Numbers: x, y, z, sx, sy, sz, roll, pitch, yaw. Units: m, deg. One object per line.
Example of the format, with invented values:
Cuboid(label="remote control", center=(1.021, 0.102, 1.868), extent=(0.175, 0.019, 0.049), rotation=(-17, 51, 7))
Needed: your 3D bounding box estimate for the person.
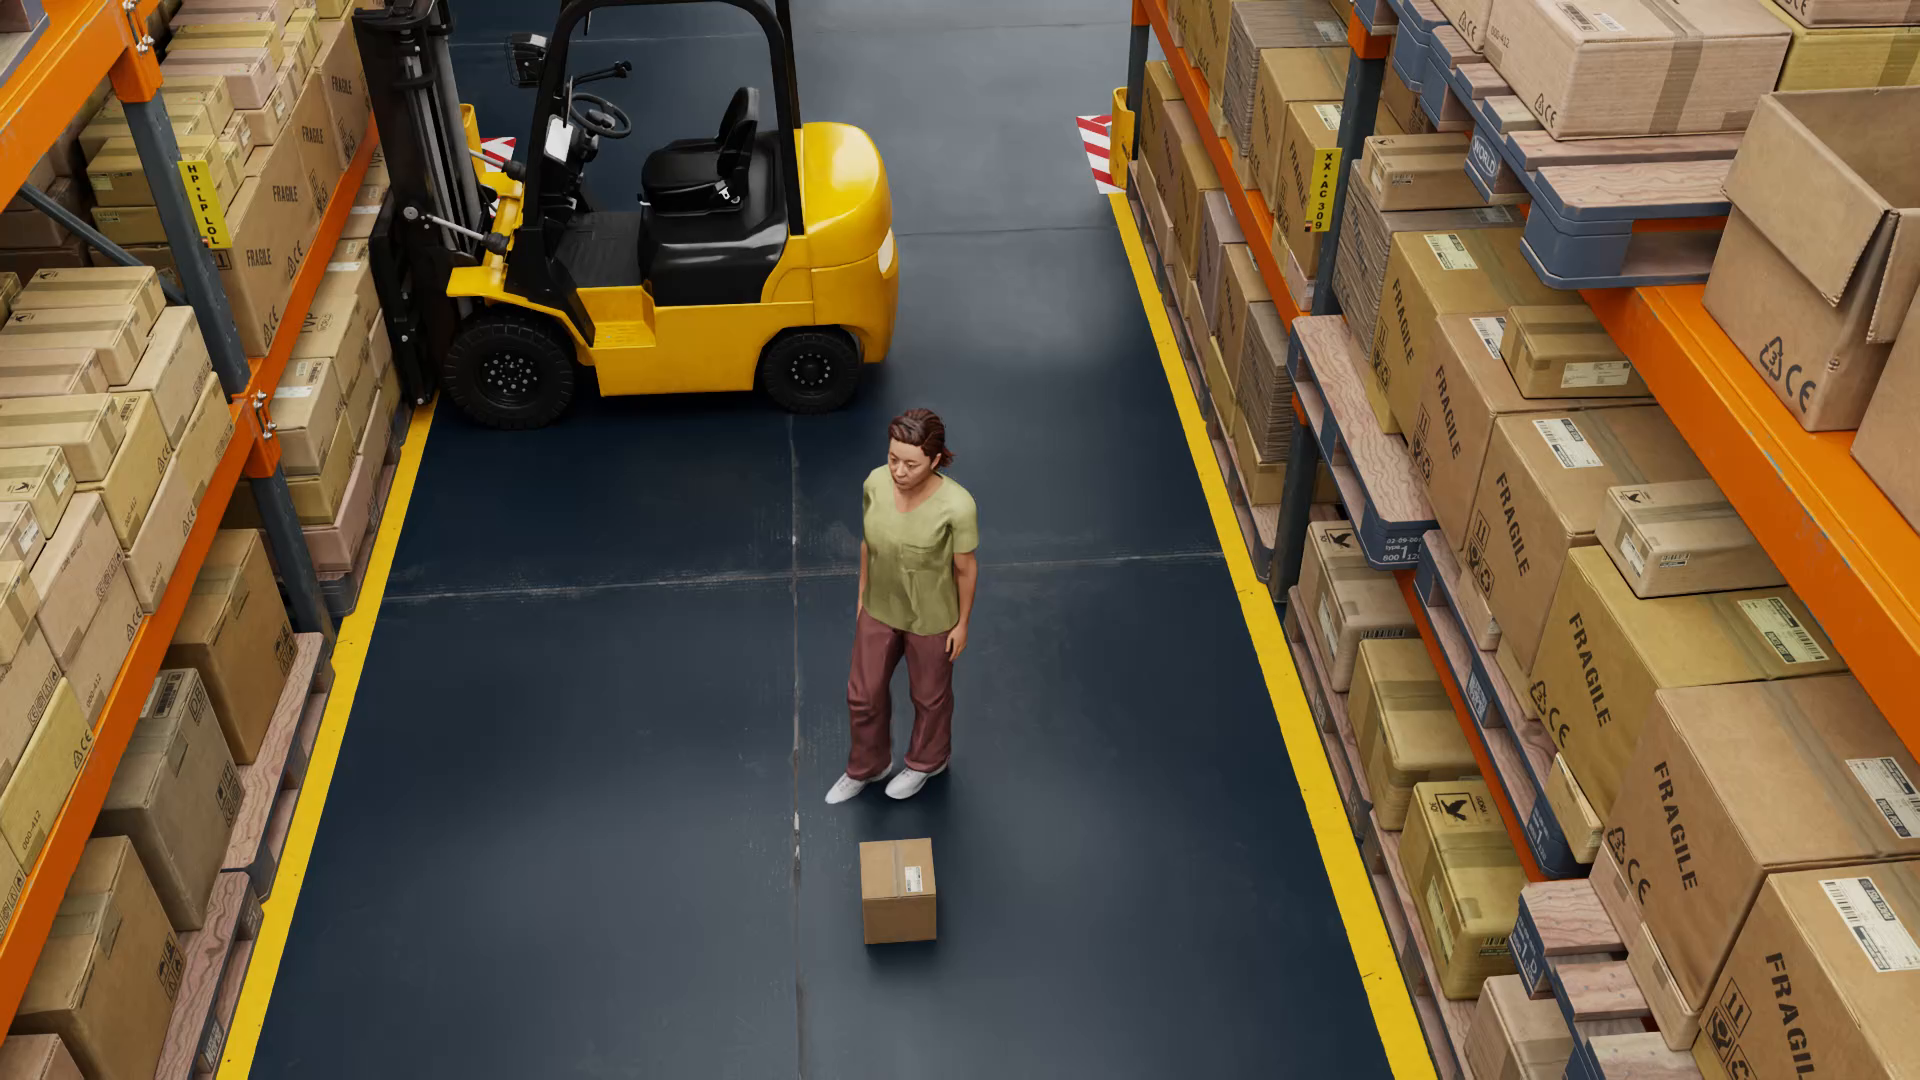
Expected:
Cuboid(label="person", center=(-0.207, 0.289, 5.831), extent=(0.499, 1.719, 0.466), rotation=(17, 42, 20))
